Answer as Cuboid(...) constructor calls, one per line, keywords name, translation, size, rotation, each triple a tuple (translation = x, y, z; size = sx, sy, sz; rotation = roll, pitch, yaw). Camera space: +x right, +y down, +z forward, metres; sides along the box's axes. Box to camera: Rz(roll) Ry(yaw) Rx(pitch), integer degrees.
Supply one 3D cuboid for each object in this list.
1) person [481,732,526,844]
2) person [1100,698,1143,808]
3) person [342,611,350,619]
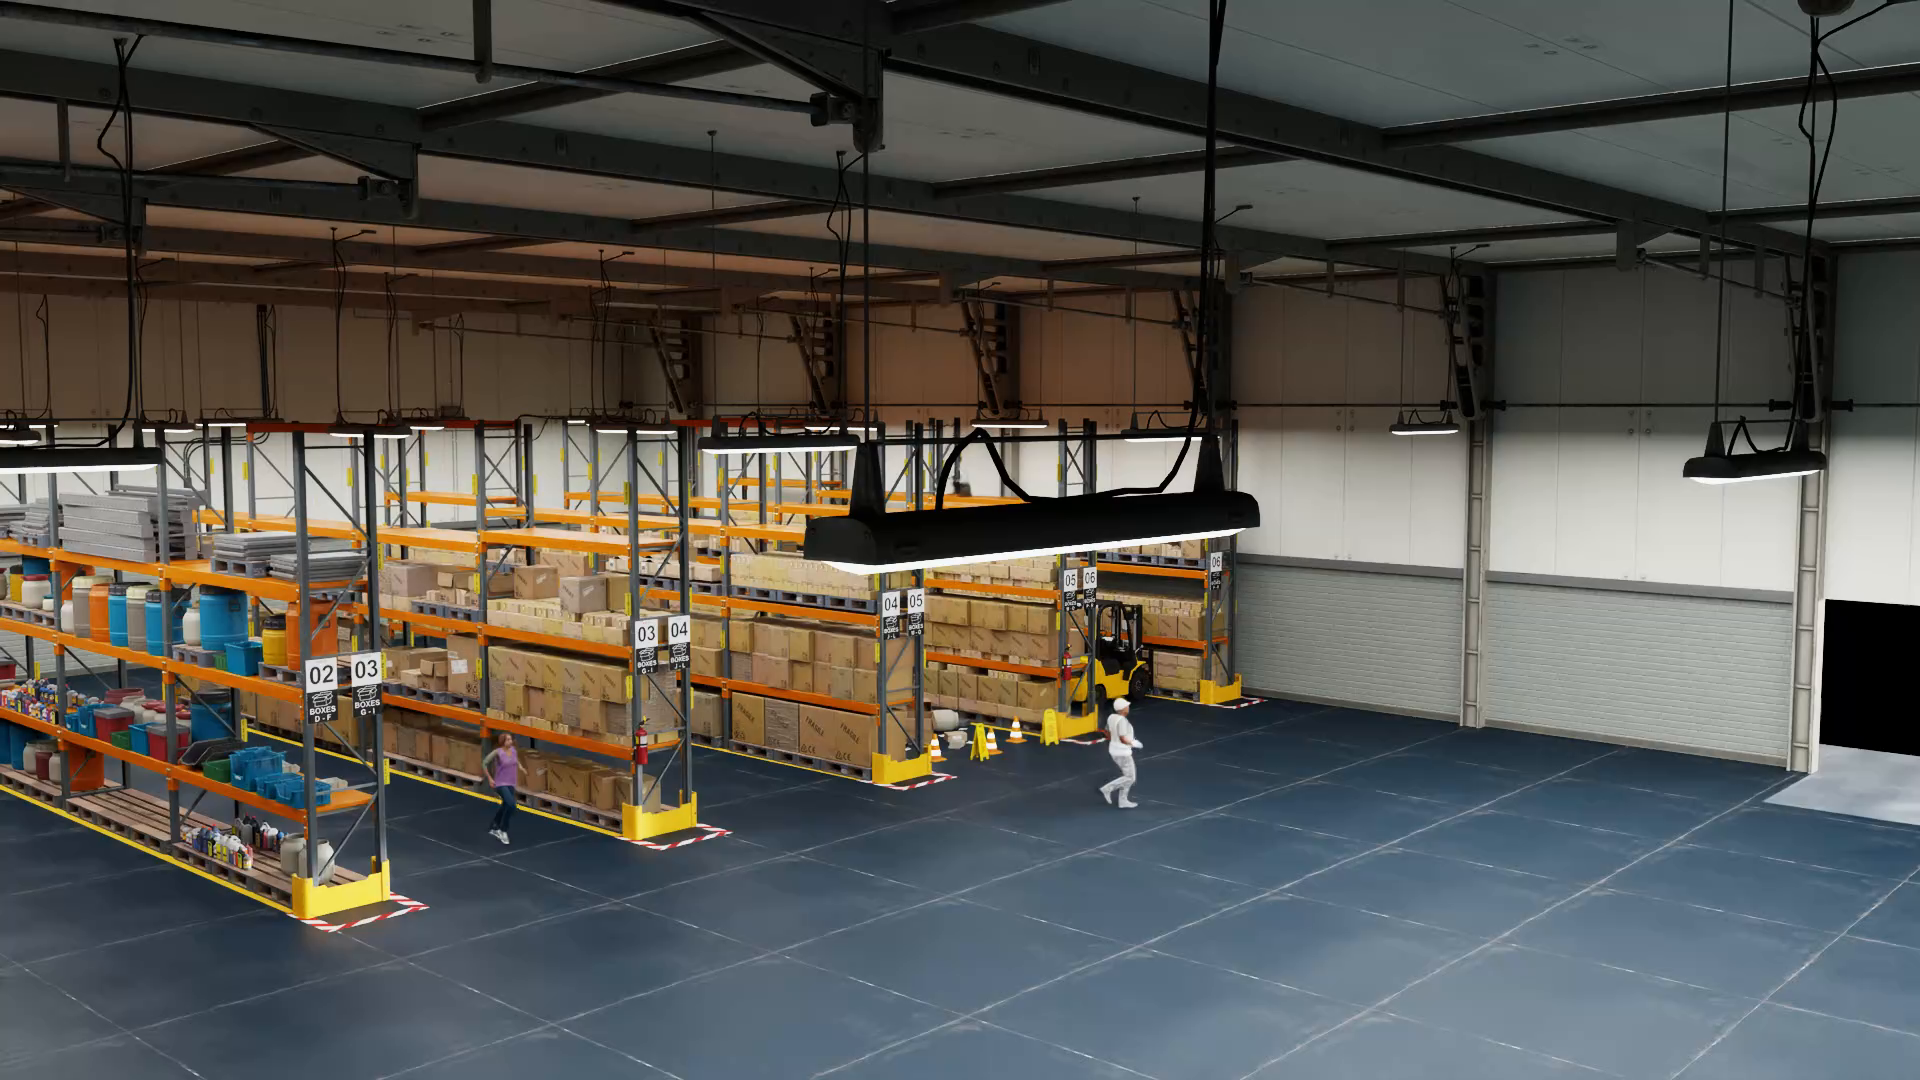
Cuboid(name="person", translation=(-6.574, 3.571, 24.075), size=(0.684, 1.604, 0.528), rotation=(3, 5, 29))
Cuboid(name="person", translation=(2.483, 3.336, 26.008), size=(0.671, 1.741, 0.677), rotation=(-1, 5, -15))
Cuboid(name="person", translation=(-14.157, 2.417, 38.191), size=(0.585, 1.602, 0.949), rotation=(1, 5, 11))
